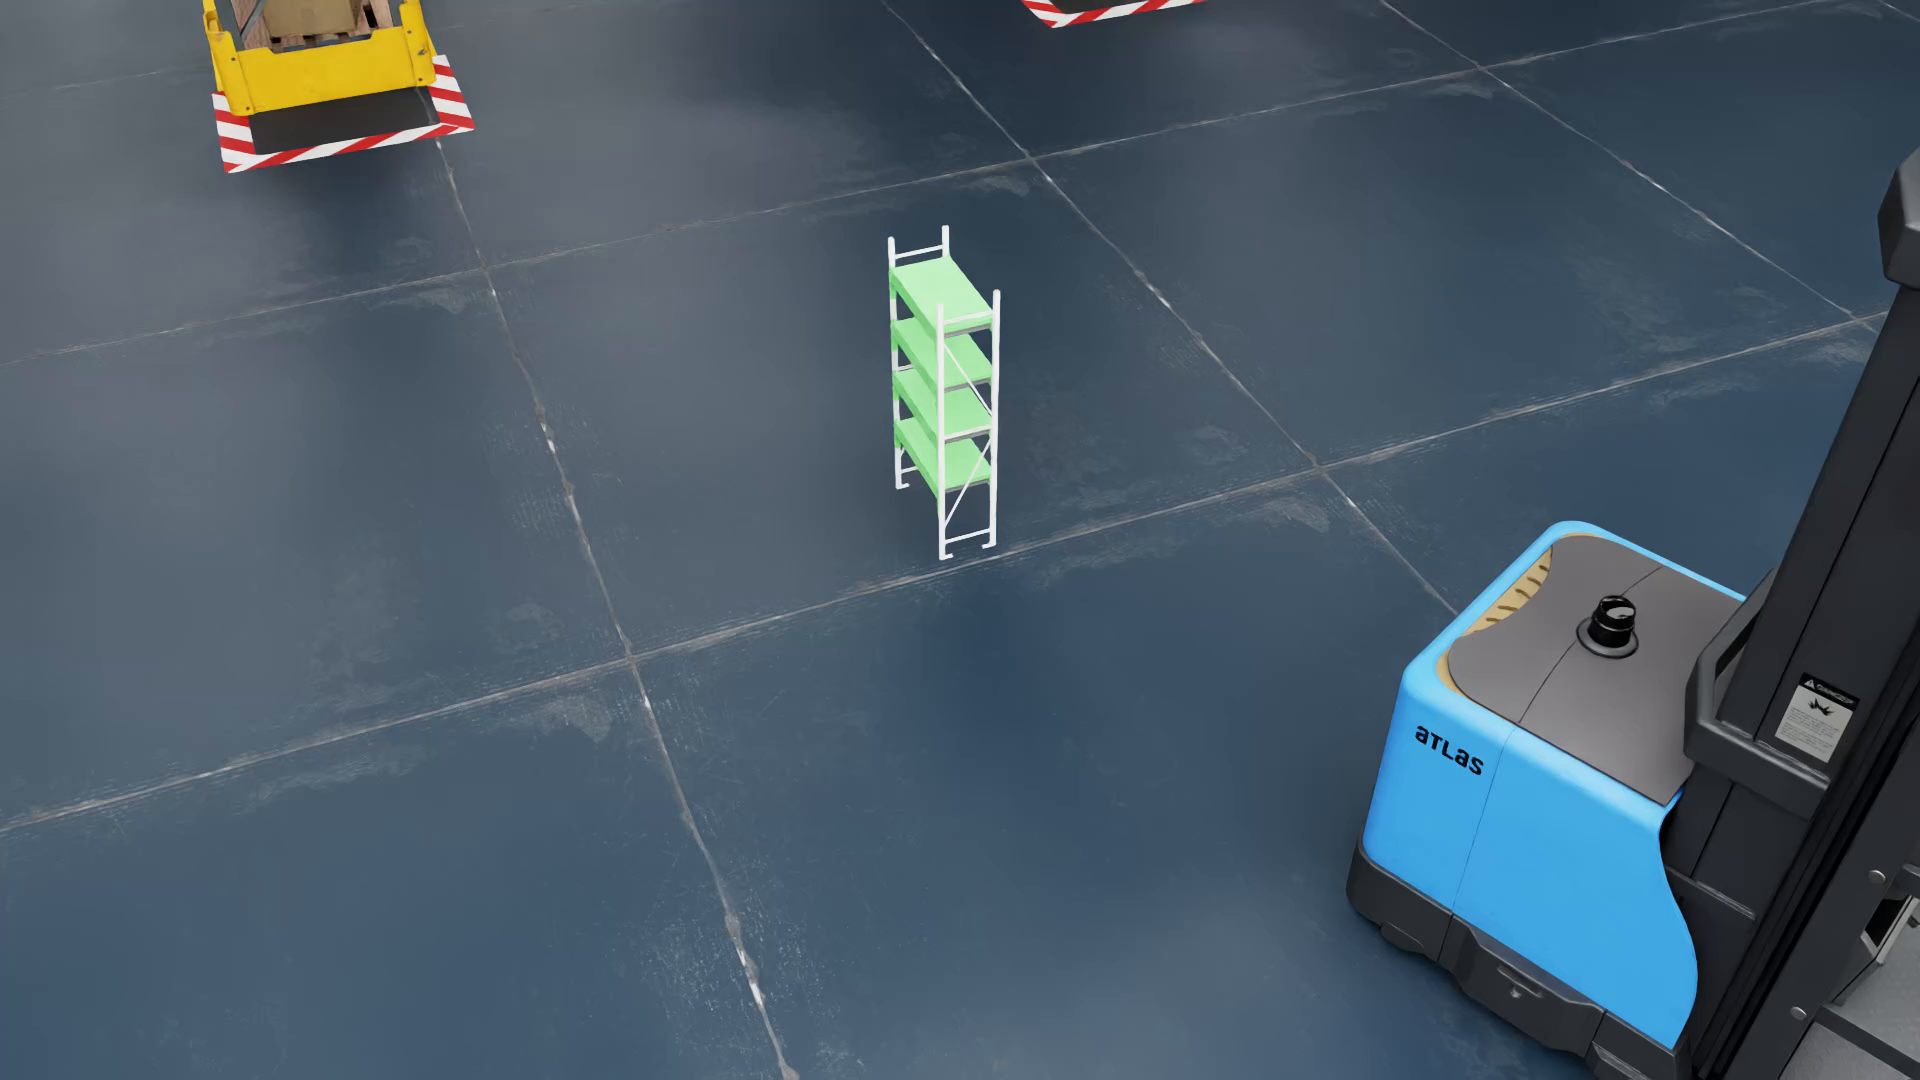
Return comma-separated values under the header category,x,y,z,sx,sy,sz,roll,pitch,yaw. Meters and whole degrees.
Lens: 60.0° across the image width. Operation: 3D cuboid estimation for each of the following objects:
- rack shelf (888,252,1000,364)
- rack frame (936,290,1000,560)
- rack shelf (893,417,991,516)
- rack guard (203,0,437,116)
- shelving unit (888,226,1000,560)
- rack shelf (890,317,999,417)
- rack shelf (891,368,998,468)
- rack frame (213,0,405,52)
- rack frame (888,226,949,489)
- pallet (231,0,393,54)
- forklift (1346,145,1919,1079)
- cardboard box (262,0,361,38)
category,x,y,z,sx,sy,sz,roll,pitch,yaw
rack shelf,-0.063,-0.870,6.203,0.258,0.148,0.480,-15,43,-17
rack frame,0.030,-0.408,6.304,0.240,1.200,0.015,-15,43,-17
rack shelf,-0.063,-0.324,6.673,0.258,0.148,0.480,-15,43,-17
rack guard,-3.719,-2.871,9.706,1.175,0.500,0.348,-15,43,-17
shelving unit,-0.063,-0.555,6.475,0.258,1.200,0.503,-15,43,-17
rack shelf,-0.063,-0.688,6.360,0.258,0.148,0.480,-15,43,-17
rack shelf,-0.063,-0.506,6.516,0.258,0.148,0.480,-15,43,-17
rack frame,-3.690,-3.773,8.837,1.000,3.000,0.127,-15,43,-17
rack frame,-0.157,-0.702,6.646,0.240,1.200,0.015,-15,43,-17
pallet,-3.997,-3.260,10.379,1.003,0.211,1.213,-15,43,-17
forklift,2.658,0.501,3.920,3.031,2.935,1.130,31,50,31
cardboard box,-3.913,-3.365,9.958,0.500,0.500,0.500,-8,41,-9
